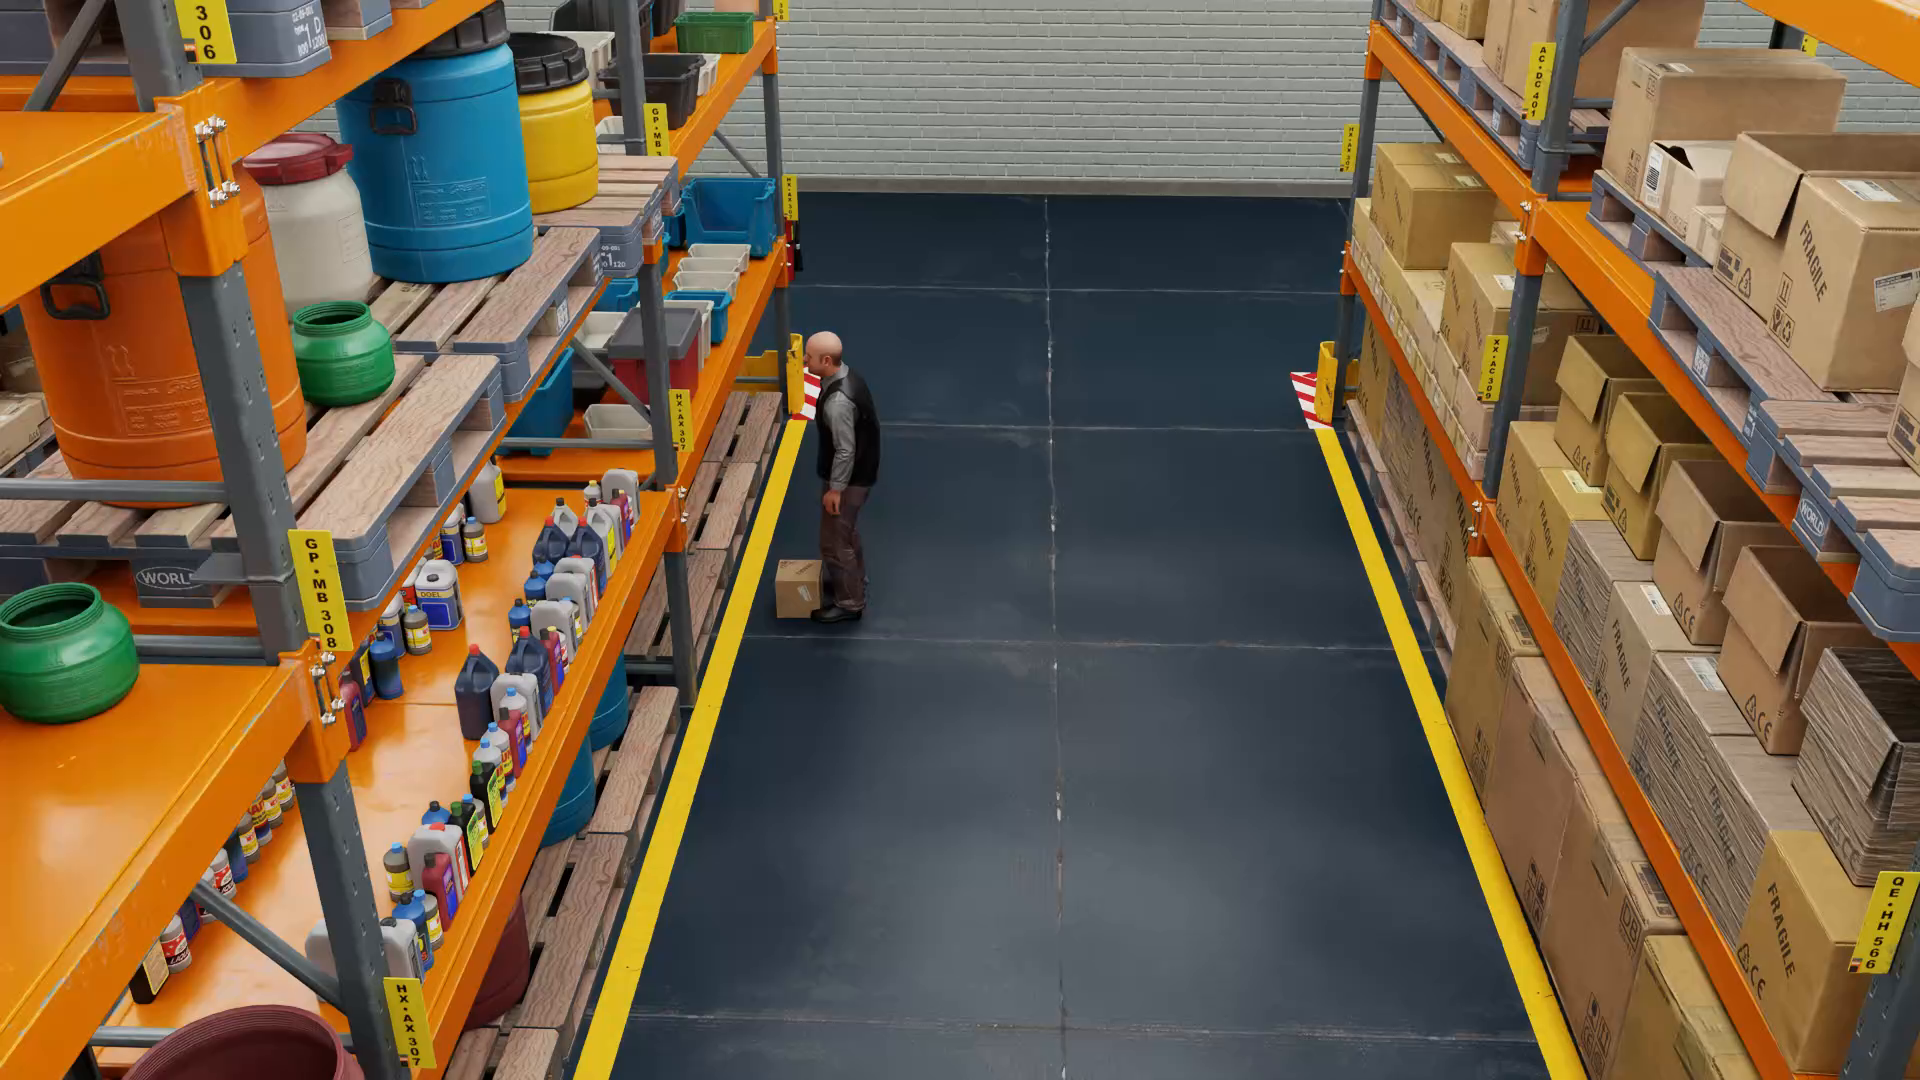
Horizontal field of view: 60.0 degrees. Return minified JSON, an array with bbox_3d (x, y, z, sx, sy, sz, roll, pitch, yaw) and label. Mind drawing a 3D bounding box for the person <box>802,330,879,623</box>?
[{"bbox_3d":[-0.654,-0.367,9.344,0.413,1.719,0.581,1,28,1],"label":"person"}]
